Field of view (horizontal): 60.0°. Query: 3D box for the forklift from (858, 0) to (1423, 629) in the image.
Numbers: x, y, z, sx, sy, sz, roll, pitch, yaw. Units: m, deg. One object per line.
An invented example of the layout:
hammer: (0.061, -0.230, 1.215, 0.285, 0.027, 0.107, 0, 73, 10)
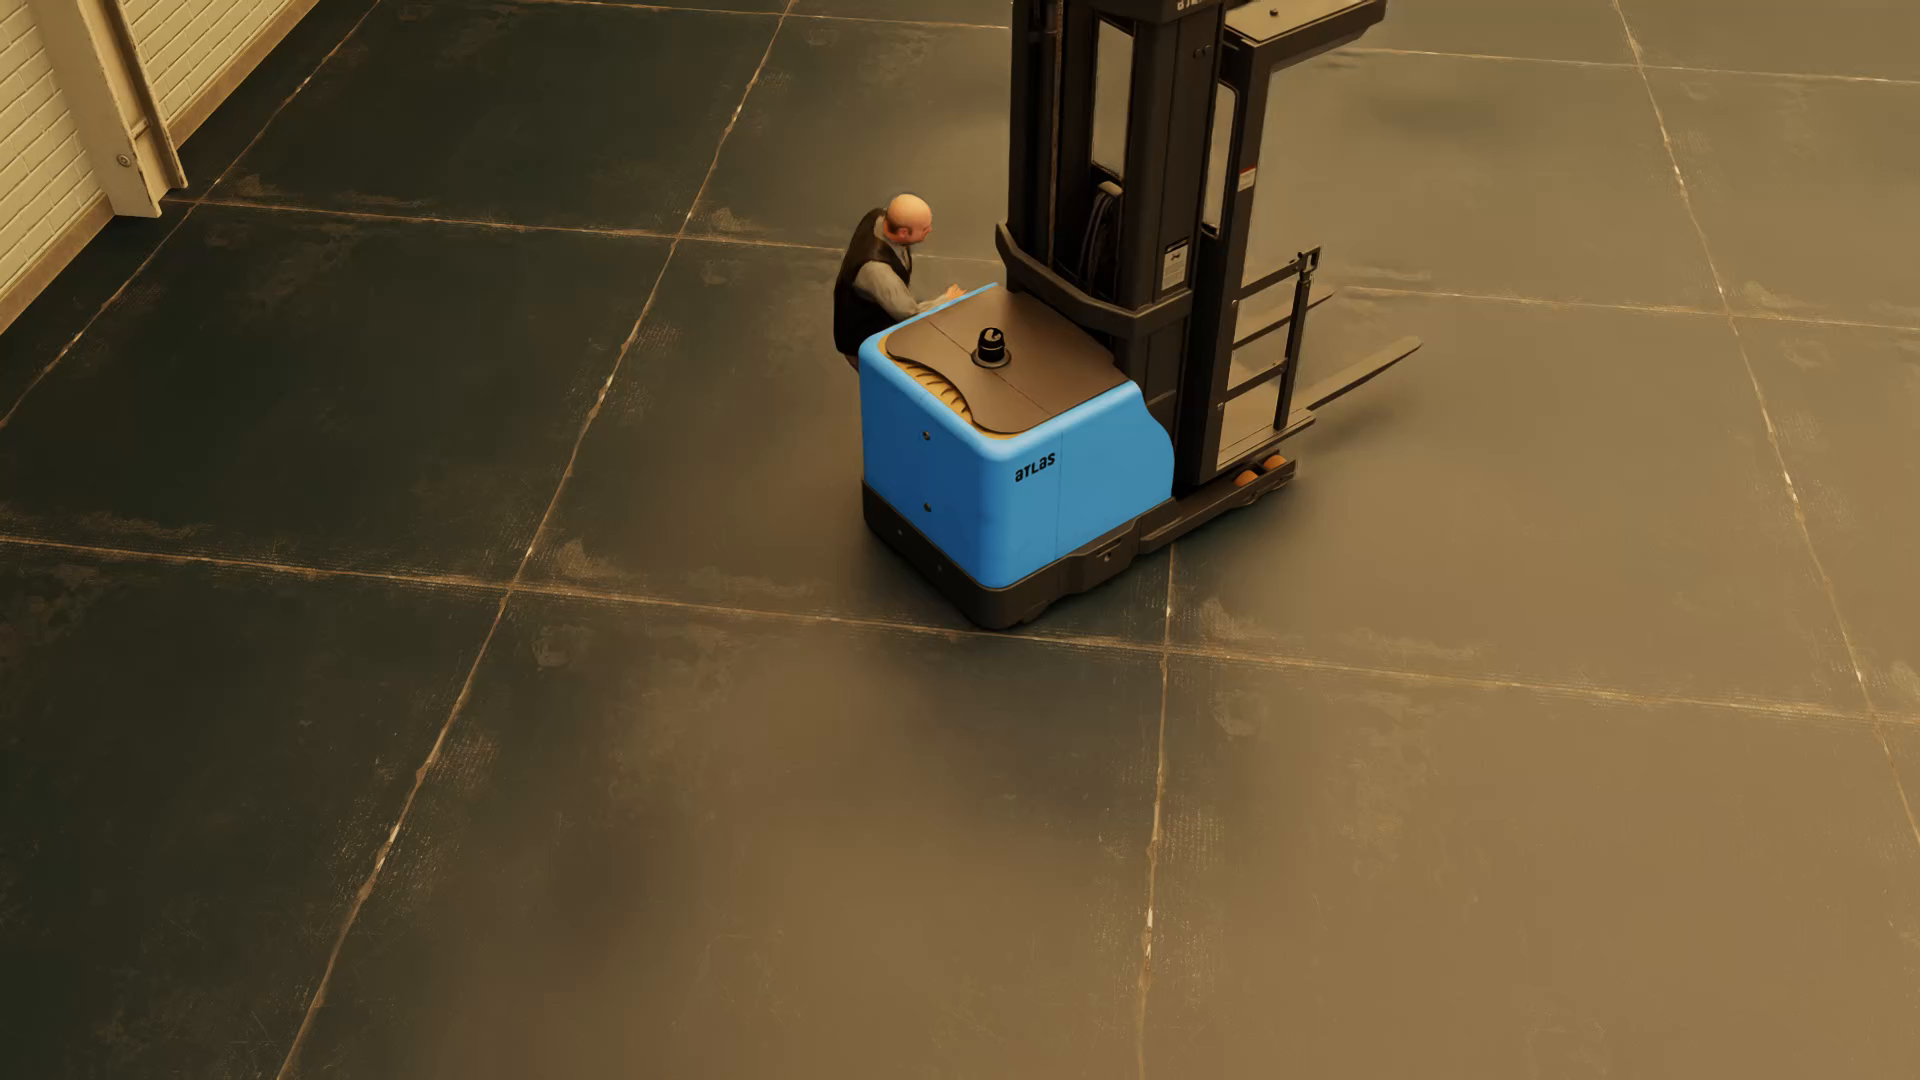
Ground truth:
forklift: (1.017, -1.507, 7.365, 3.031, 2.935, 1.130, -28, 49, -27)

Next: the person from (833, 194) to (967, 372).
person: (-0.137, -1.032, 7.999, 0.936, 1.492, 0.898, 5, 43, 5)
